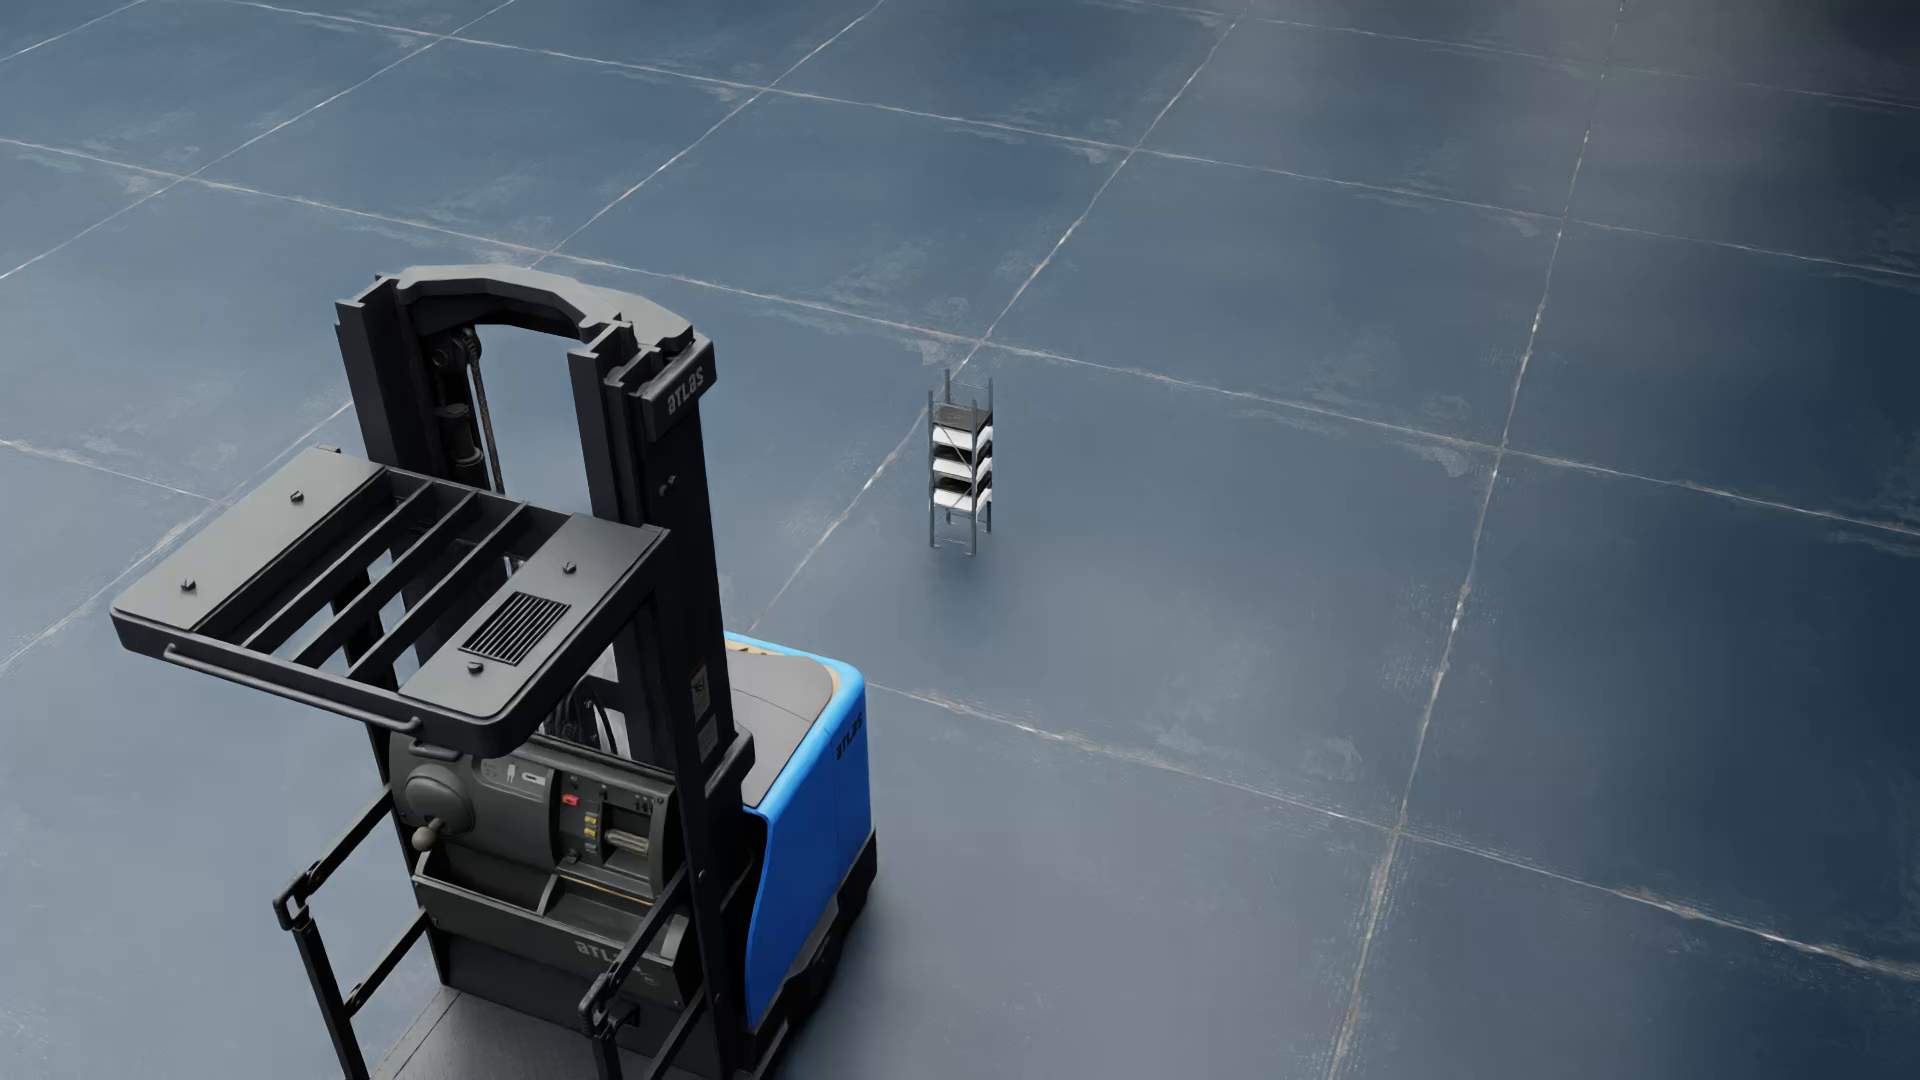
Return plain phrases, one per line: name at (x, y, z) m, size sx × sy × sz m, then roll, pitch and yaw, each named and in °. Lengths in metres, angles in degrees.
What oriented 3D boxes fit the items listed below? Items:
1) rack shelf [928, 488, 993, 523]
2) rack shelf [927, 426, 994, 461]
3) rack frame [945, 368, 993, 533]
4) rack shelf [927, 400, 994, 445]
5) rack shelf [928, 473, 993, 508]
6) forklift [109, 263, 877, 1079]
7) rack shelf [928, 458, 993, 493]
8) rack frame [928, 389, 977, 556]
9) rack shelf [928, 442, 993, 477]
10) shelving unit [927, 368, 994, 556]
rack shelf at (0.003, -0.194, 8.114) m, size 0.258 × 0.077 × 0.200 m, roll 14°, pitch 39°, yaw 18°
rack shelf at (0.003, -0.482, 7.899) m, size 0.258 × 0.077 × 0.200 m, roll 14°, pitch 39°, yaw 18°
rack frame at (0.042, -0.421, 8.062) m, size 0.240 × 0.900 × 0.006 m, roll 14°, pitch 39°, yaw 18°
rack shelf at (0.003, -0.554, 7.845) m, size 0.258 × 0.077 × 0.200 m, roll 14°, pitch 39°, yaw 18°
rack shelf at (0.003, -0.266, 8.060) m, size 0.258 × 0.077 × 0.200 m, roll 14°, pitch 39°, yaw 18°
forklift at (-1.332, 0.848, 4.667) m, size 1.130 × 2.935 × 3.031 m, roll 13°, pitch 39°, yaw 17°
rack shelf at (0.003, -0.338, 8.007) m, size 0.258 × 0.077 × 0.200 m, roll 14°, pitch 39°, yaw 18°
rack frame at (-0.036, -0.309, 7.911) m, size 0.240 × 0.900 × 0.006 m, roll 14°, pitch 39°, yaw 18°
rack shelf at (0.003, -0.410, 7.953) m, size 0.258 × 0.077 × 0.200 m, roll 14°, pitch 39°, yaw 18°
shelving unit at (0.003, -0.365, 7.987) m, size 0.258 × 0.900 × 0.210 m, roll 14°, pitch 39°, yaw 18°
